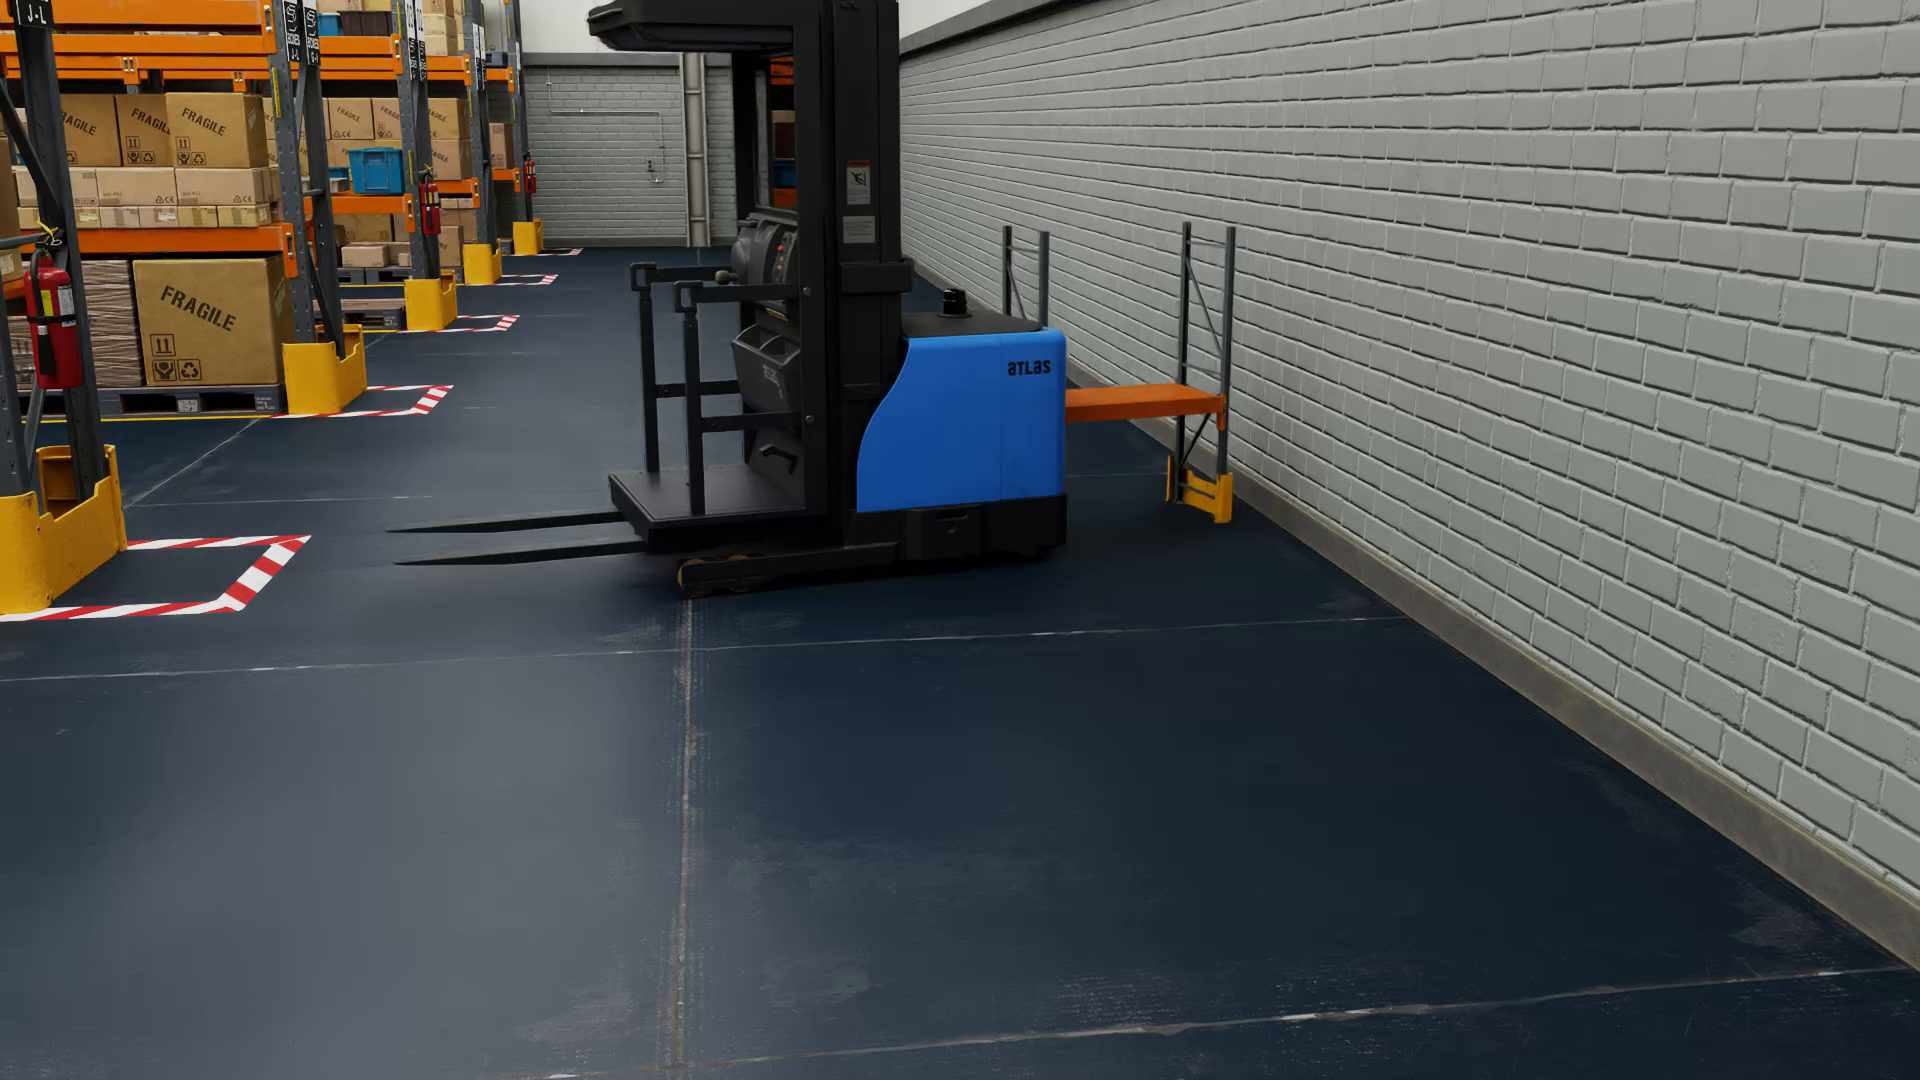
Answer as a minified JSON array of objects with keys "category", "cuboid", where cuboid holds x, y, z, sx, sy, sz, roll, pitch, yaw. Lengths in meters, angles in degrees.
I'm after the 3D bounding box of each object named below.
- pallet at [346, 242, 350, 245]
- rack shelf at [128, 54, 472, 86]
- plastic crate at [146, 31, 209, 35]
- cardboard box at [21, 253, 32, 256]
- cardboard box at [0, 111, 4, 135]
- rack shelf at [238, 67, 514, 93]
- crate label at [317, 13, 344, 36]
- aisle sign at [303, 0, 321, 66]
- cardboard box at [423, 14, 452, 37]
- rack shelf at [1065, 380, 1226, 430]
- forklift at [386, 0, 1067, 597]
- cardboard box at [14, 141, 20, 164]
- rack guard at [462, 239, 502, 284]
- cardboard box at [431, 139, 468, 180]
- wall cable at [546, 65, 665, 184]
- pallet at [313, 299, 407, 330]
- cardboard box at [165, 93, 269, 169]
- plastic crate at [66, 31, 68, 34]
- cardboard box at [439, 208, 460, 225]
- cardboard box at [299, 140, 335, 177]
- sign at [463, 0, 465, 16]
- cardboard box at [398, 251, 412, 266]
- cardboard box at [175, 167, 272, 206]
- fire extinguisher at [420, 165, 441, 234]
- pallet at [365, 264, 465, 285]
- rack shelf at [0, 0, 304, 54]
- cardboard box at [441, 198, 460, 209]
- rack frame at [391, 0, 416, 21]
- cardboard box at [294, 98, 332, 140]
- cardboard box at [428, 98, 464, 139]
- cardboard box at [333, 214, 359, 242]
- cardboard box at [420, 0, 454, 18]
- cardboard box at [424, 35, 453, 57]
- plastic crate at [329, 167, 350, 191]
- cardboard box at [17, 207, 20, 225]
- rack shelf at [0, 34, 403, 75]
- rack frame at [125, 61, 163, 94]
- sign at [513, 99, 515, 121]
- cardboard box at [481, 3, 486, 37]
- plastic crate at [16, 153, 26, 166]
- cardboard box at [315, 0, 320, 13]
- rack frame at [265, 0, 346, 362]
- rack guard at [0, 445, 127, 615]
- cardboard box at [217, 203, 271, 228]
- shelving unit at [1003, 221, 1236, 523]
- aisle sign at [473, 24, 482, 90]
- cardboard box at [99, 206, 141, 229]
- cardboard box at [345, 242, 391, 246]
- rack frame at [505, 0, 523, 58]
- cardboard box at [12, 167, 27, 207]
[{"category":"pallet","cuboid":[-10.099,-4.568,26.001,1.213,0.211,1.003,-2,14,-8]},{"category":"rack shelf","cuboid":[-8.143,-5.899,20.888,4.000,0.370,1.077,-2,14,-8]},{"category":"plastic crate","cuboid":[-7.437,-4.866,15.834,0.530,0.136,0.437,-2,14,-8]},{"category":"cardboard box","cuboid":[-7.094,-1.547,11.731,0.875,0.875,0.875,-2,14,-8]},{"category":"cardboard box","cuboid":[-4.537,-2.011,7.200,0.500,0.500,0.500,-2,14,-9]},{"category":"rack shelf","cuboid":[-8.884,-7.090,25.639,4.000,0.370,1.077,-2,14,-8]},{"category":"crate label","cuboid":[-6.391,-5.101,16.533,0.502,0.251,0.408,-2,14,-8]},{"category":"aisle sign","cuboid":[-4.667,-3.818,11.934,0.004,0.787,0.394,-2,14,-8]},{"category":"cardboard box","cuboid":[-6.635,-6.410,20.728,0.500,0.250,0.500,-2,14,-8]},{"category":"rack shelf","cuboid":[0.794,-0.665,8.530,1.000,0.185,0.538,-5,15,-21]},{"category":"forklift","cuboid":[-1.065,-1.318,7.452,3.031,2.935,1.130,-5,15,-21]},{"category":"cardboard box","cuboid":[-11.858,-4.893,20.499,0.500,0.500,0.700,-6,15,-23]},{"category":"rack guard","cuboid":[-6.240,-3.650,21.748,0.348,0.500,1.175,-2,14,-8]},{"category":"cardboard box","cuboid":[-6.567,-4.832,21.117,0.500,0.500,0.500,-2,14,-7]},{"category":"wall cable","cuboid":[-5.782,-6.823,27.174,1.851,1.984,0.084,-2,14,-8]},{"category":"pallet","cuboid":[-6.252,-2.300,16.960,1.213,0.211,1.003,-2,14,-8]},{"category":"cardboard box","cuboid":[-5.136,-2.836,11.521,0.500,0.500,0.500,-2,14,-8]},{"category":"plastic crate","cuboid":[-8.534,-5.012,16.218,0.300,0.233,0.416,-2,14,-8]},{"category":"cardboard box","cuboid":[-8.079,-4.980,26.189,0.500,0.500,0.700,-2,14,-8]},{"category":"cardboard box","cuboid":[-8.072,-4.777,20.899,0.500,0.500,0.500,-2,14,-9]},{"category":"sign","cuboid":[-6.102,-6.615,20.447,0.005,0.325,0.100,-2,14,-8]},{"category":"cardboard box","cuboid":[-7.080,-3.632,21.459,0.250,0.166,0.380,-2,14,-8]},{"category":"cardboard box","cuboid":[-5.133,-2.472,11.610,0.500,0.250,0.500,-2,14,-9]},{"category":"fire extinguisher","cuboid":[-5.214,-3.351,16.344,0.183,0.674,0.296,-2,14,-8]},{"category":"pallet","cuboid":[-7.028,-3.480,21.667,1.213,0.211,1.003,-2,14,-8]},{"category":"rack shelf","cuboid":[-6.671,-3.516,11.386,4.000,0.370,1.077,-2,14,-8]},{"category":"cardboard box","cuboid":[-7.937,-5.255,25.951,0.250,0.149,0.380,-2,14,-7]},{"category":"rack frame","cuboid":[-5.431,-6.583,15.973,0.127,3.000,1.000,-2,14,-8]},{"category":"cardboard box","cuboid":[-8.084,-5.259,20.765,0.500,0.500,0.500,-2,14,-7]},{"category":"cardboard box","cuboid":[-6.564,-5.316,20.993,0.500,0.500,0.500,-2,14,-9]},{"category":"cardboard box","cuboid":[-9.610,-4.923,25.959,0.500,0.500,0.700,-2,14,-9]},{"category":"cardboard box","cuboid":[-6.671,-6.831,20.866,0.500,0.500,0.700,-2,14,-8]},{"category":"cardboard box","cuboid":[-6.634,-6.165,20.781,0.500,0.250,0.500,-2,14,-8]},{"category":"plastic crate","cuboid":[-6.375,-3.668,16.901,0.300,0.233,0.416,-2,14,-8]},{"category":"cardboard box","cuboid":[-6.508,-2.213,11.395,0.250,0.149,0.380,-2,14,-7]},{"category":"rack shelf","cuboid":[-7.409,-4.707,16.137,4.000,0.370,1.077,-2,14,-8]},{"category":"rack frame","cuboid":[-10.120,-4.720,20.877,0.127,3.000,1.000,-2,14,-8]},{"category":"sign","cuboid":[-6.840,-6.602,25.513,0.005,0.325,0.100,-2,14,-8]},{"category":"cardboard box","cuboid":[-7.665,-8.086,25.830,0.500,0.500,0.500,-3,14,-10]},{"category":"plastic crate","cuboid":[-8.975,-3.649,16.514,0.575,0.384,0.392,-2,14,-8]},{"category":"cardboard box","cuboid":[-8.164,-6.794,20.717,0.500,0.500,0.700,-2,14,-8]},{"category":"rack frame","cuboid":[-4.693,-2.482,11.952,0.127,3.000,1.000,-2,14,-8]},{"category":"rack guard","cuboid":[-4.129,-0.070,7.474,0.348,0.500,1.175,-2,14,-8]},{"category":"cardboard box","cuboid":[-4.996,-2.268,11.616,0.250,0.149,0.380,-2,14,-7]},{"category":"shelving unit","cuboid":[0.802,-0.840,8.489,1.083,1.500,0.587,-5,15,-21]},{"category":"aisle sign","cuboid":[-6.052,-6.055,20.854,0.004,0.787,0.394,-2,14,-8]},{"category":"cardboard box","cuboid":[-5.749,-2.241,11.506,0.250,0.149,0.380,-2,14,-7]},{"category":"cardboard box","cuboid":[-7.734,-3.757,21.784,0.500,0.250,0.500,-2,14,-8]},{"category":"rack frame","cuboid":[-6.907,-8.966,25.475,0.127,3.000,1.000,-2,14,-8]},{"category":"cardboard box","cuboid":[-6.652,-2.416,11.384,0.500,0.250,0.500,-2,14,-8]}]
